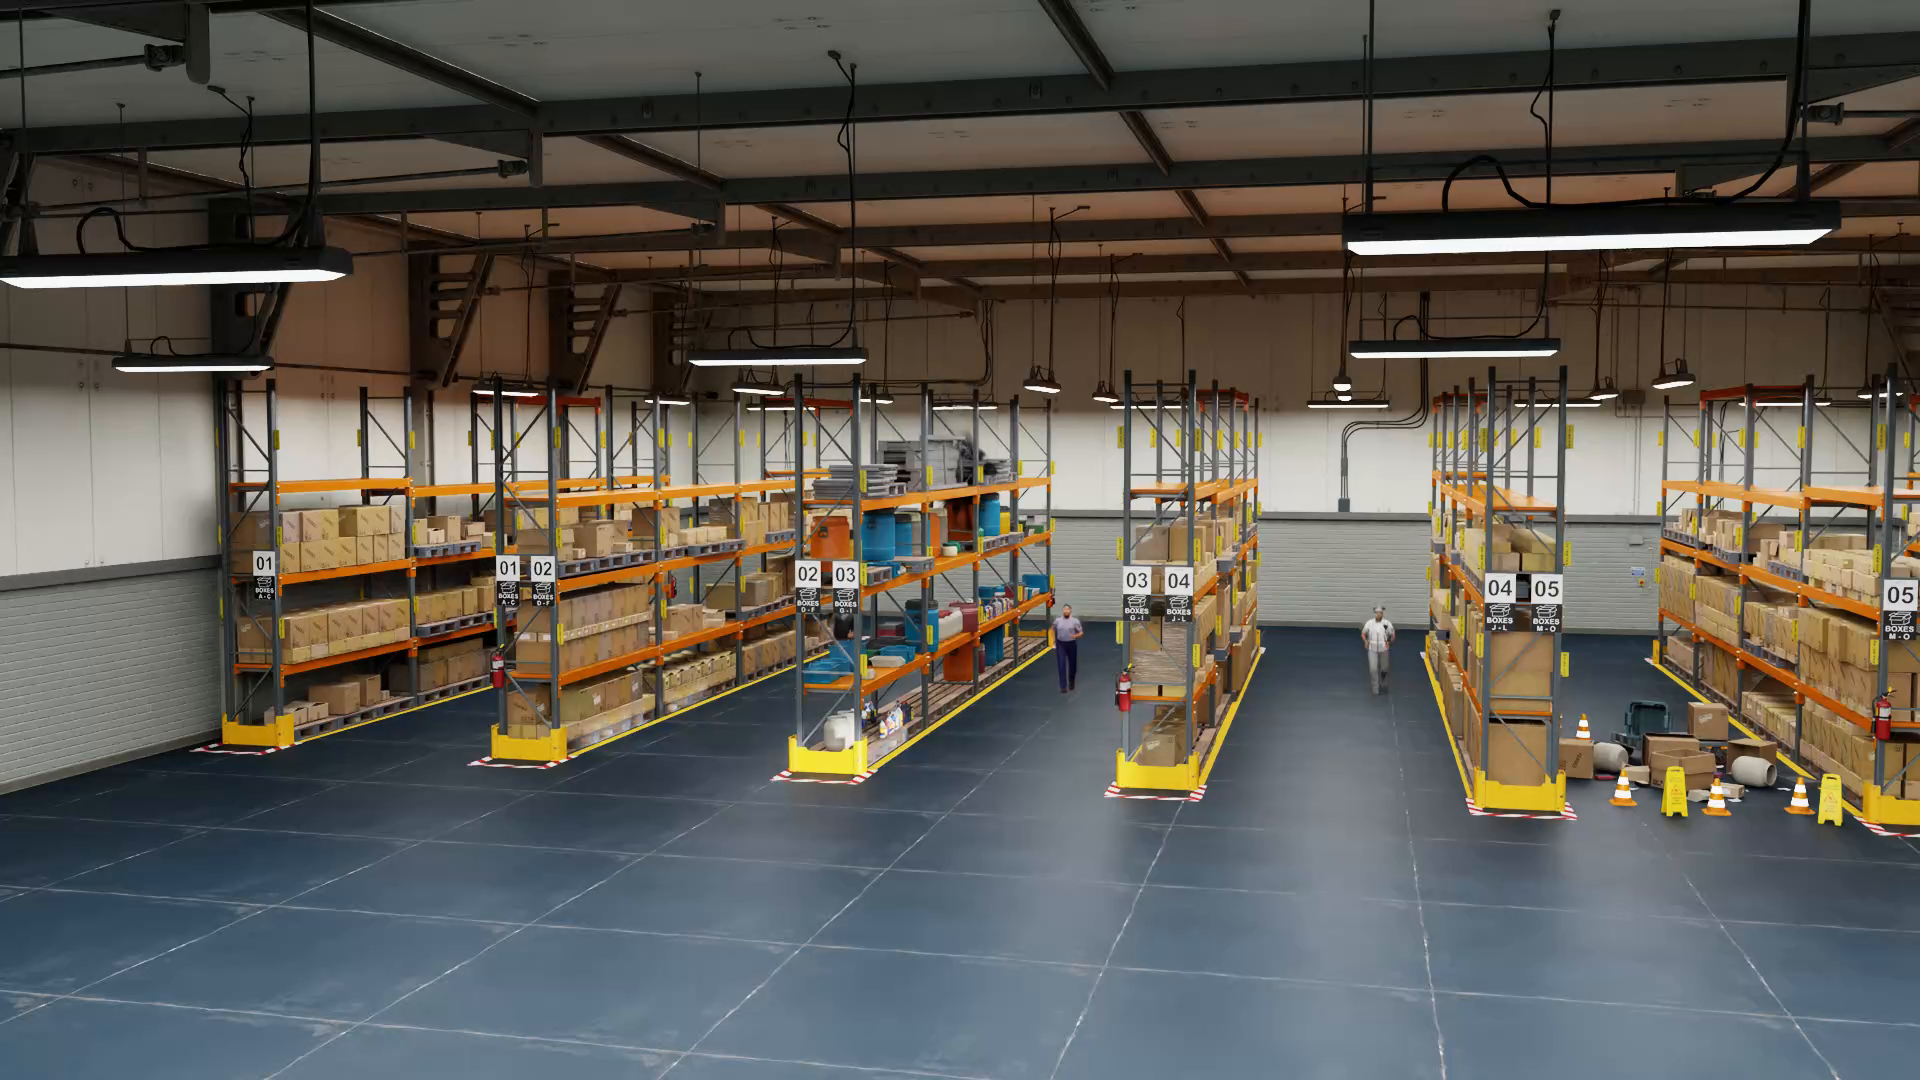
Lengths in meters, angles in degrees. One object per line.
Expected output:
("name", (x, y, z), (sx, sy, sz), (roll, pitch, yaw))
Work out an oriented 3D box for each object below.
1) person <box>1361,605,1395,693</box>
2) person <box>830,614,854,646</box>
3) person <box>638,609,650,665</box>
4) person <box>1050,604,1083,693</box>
("person", (8.283, 2.155, 32.963), (0.664, 1.733, 0.633), (1, 4, 15))
("person", (-2.228, 1.936, 32.286), (0.658, 1.684, 0.583), (0, 3, 6))
("person", (-6.963, 2.041, 36.329), (0.515, 1.554, 0.627), (0, 3, 0))
("person", (1.998, 2.036, 31.250), (0.621, 1.655, 0.786), (0, 3, 5))
